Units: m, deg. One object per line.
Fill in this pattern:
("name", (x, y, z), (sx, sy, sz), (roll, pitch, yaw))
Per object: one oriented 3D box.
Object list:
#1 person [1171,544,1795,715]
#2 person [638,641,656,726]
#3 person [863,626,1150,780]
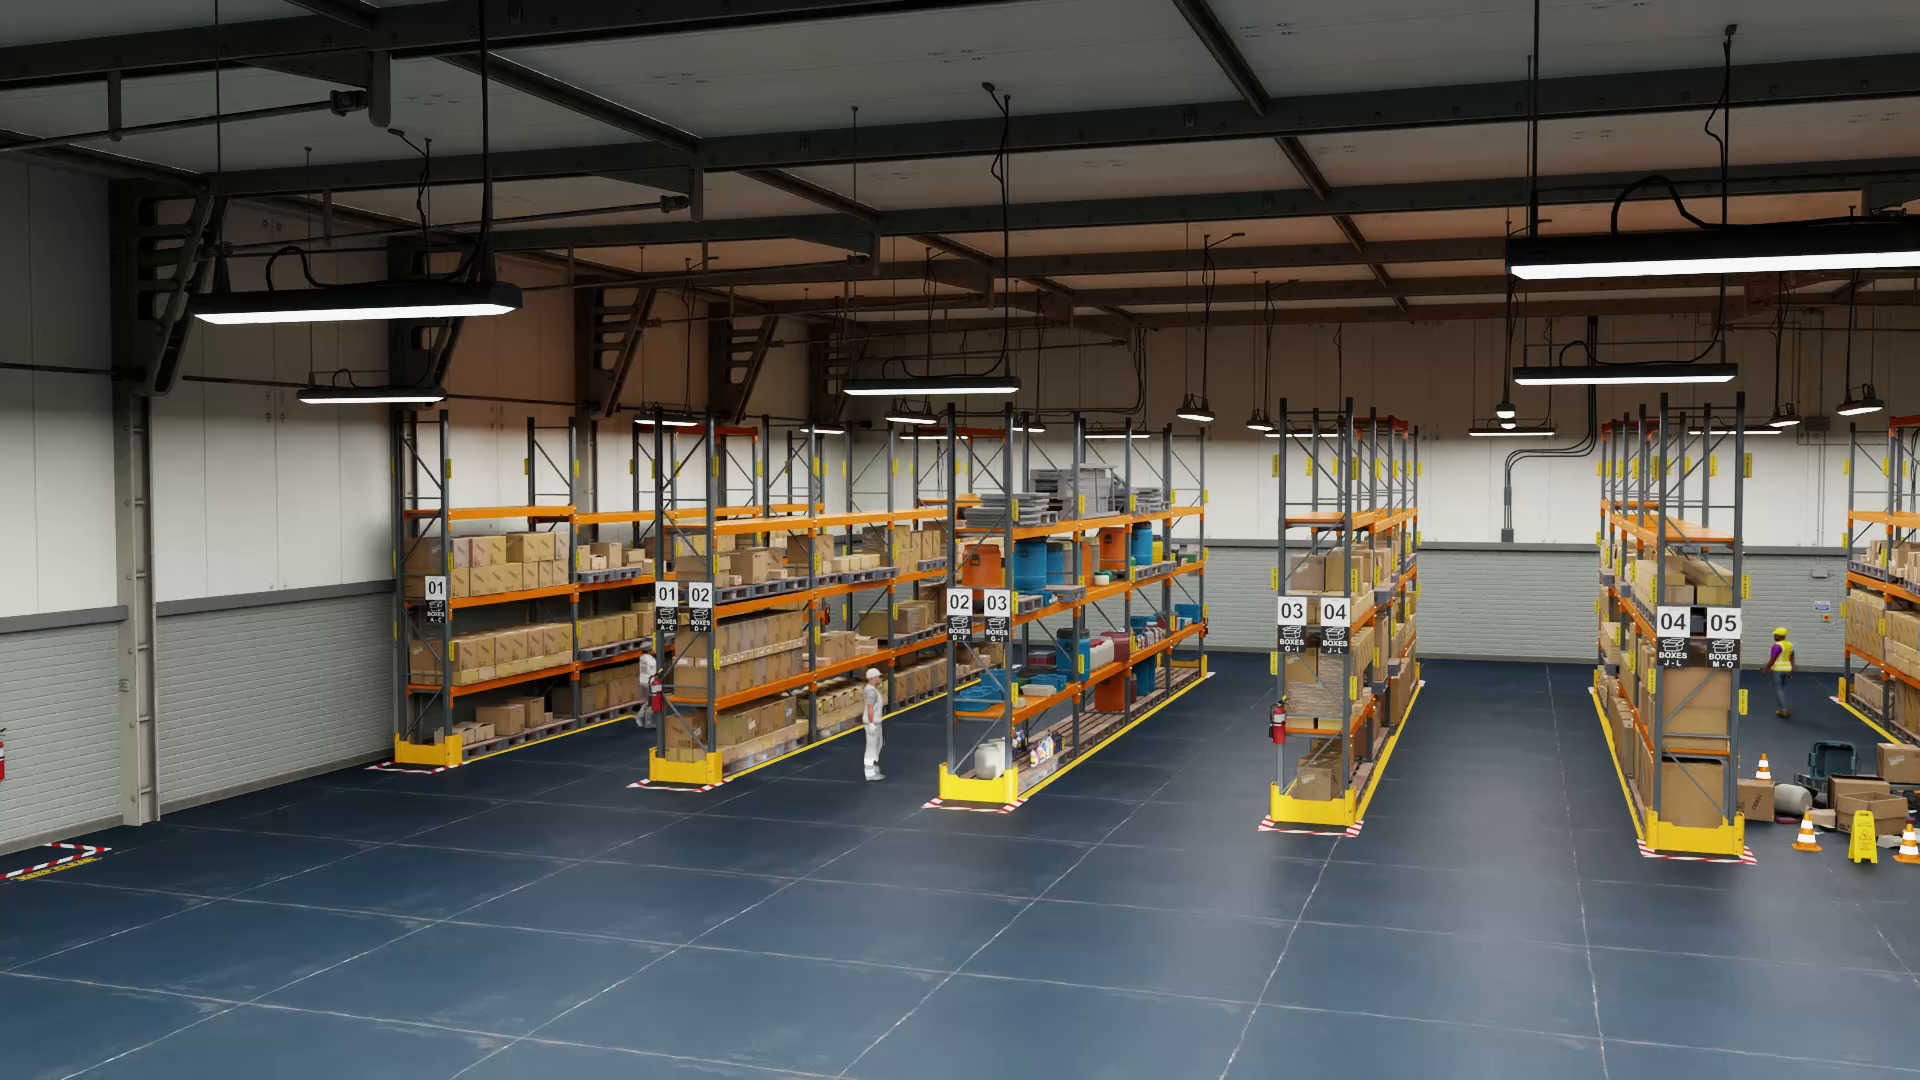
("person", (10.954, 1.835, 36.937), (11.054, 3.206, 8.503), (0, 2, -7))
("person", (-5.979, 2.742, 31.931), (0.409, 1.621, 0.496), (-2, 3, -35))
("person", (1.264, 2.795, 31.061), (5.690, 1.830, 9.190), (0, 2, 0))
